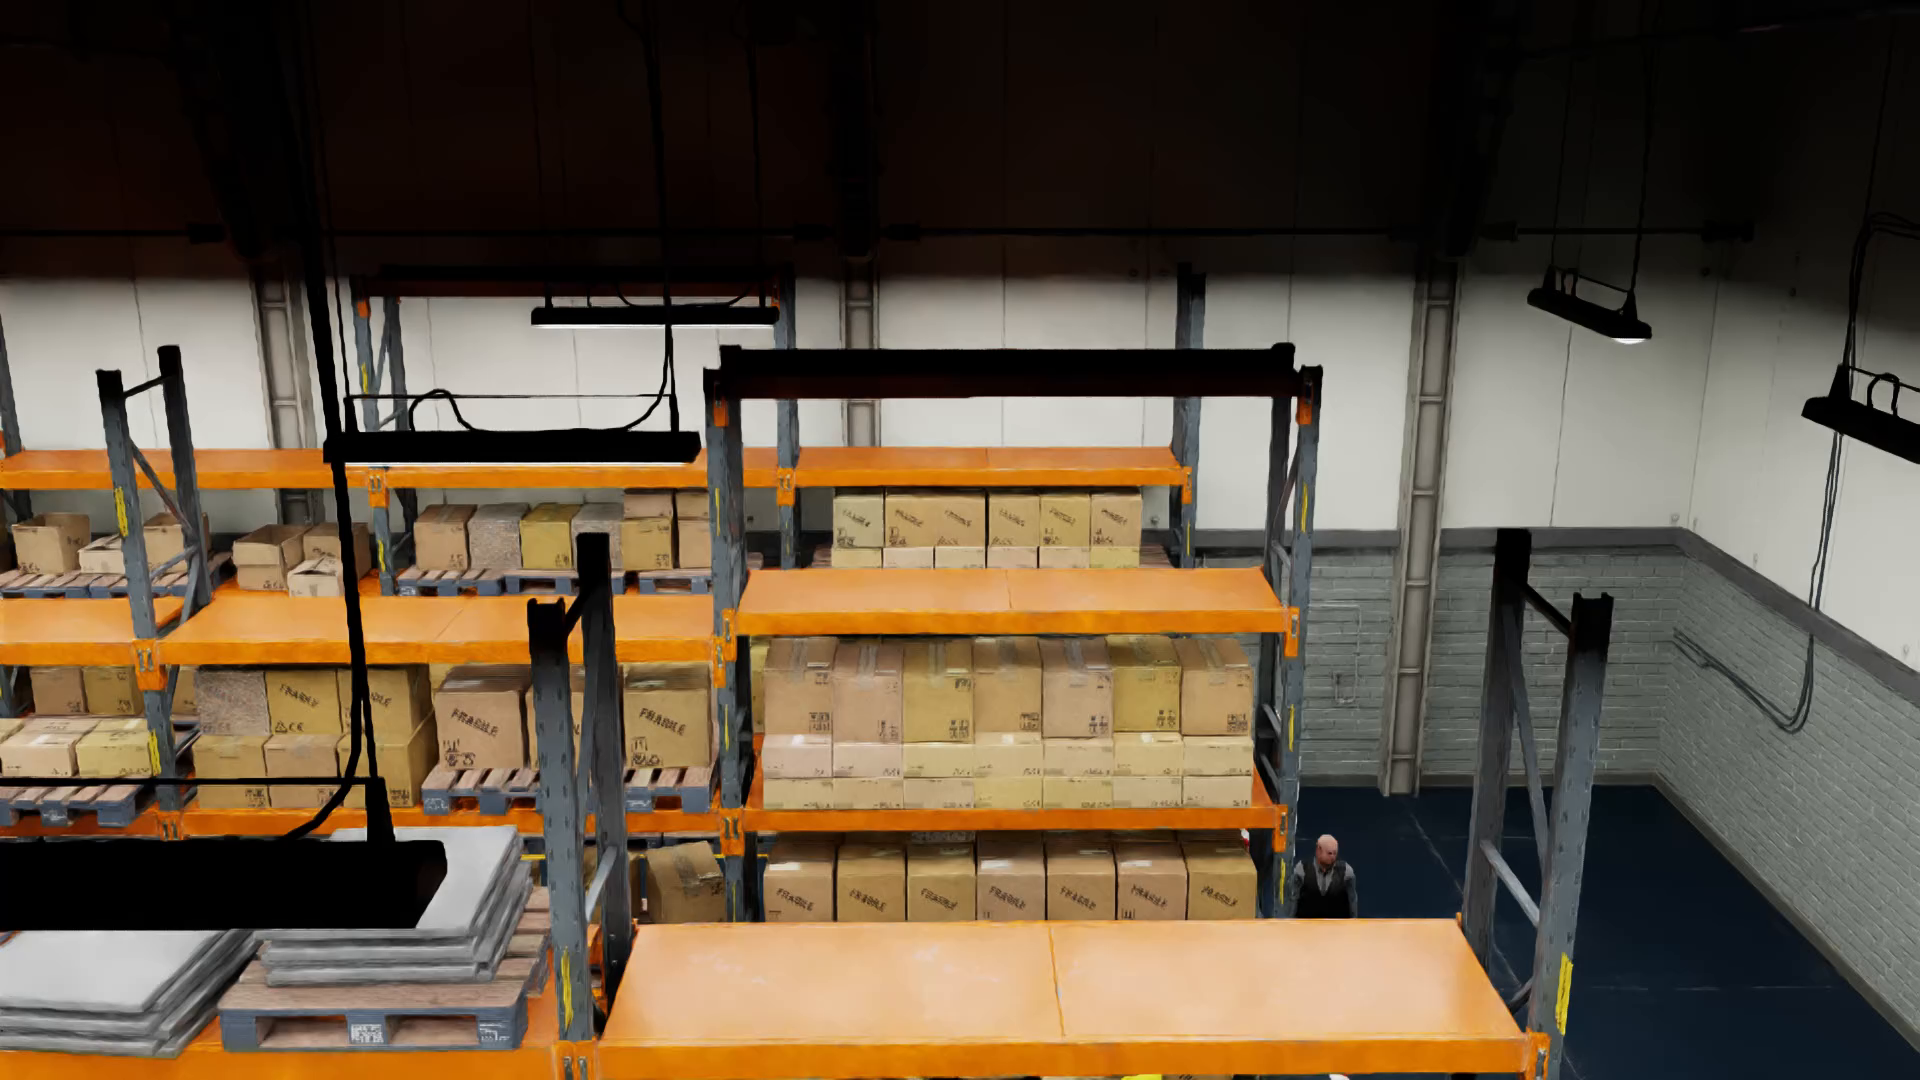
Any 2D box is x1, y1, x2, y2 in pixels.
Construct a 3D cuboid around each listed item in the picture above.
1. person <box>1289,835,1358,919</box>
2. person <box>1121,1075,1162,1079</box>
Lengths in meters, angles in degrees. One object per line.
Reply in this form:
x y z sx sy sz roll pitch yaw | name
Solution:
3.056 3.294 14.142 0.617 1.721 0.478 4 17 14 | person
1.311 4.233 10.973 0.578 1.714 0.719 -1 16 -3 | person
